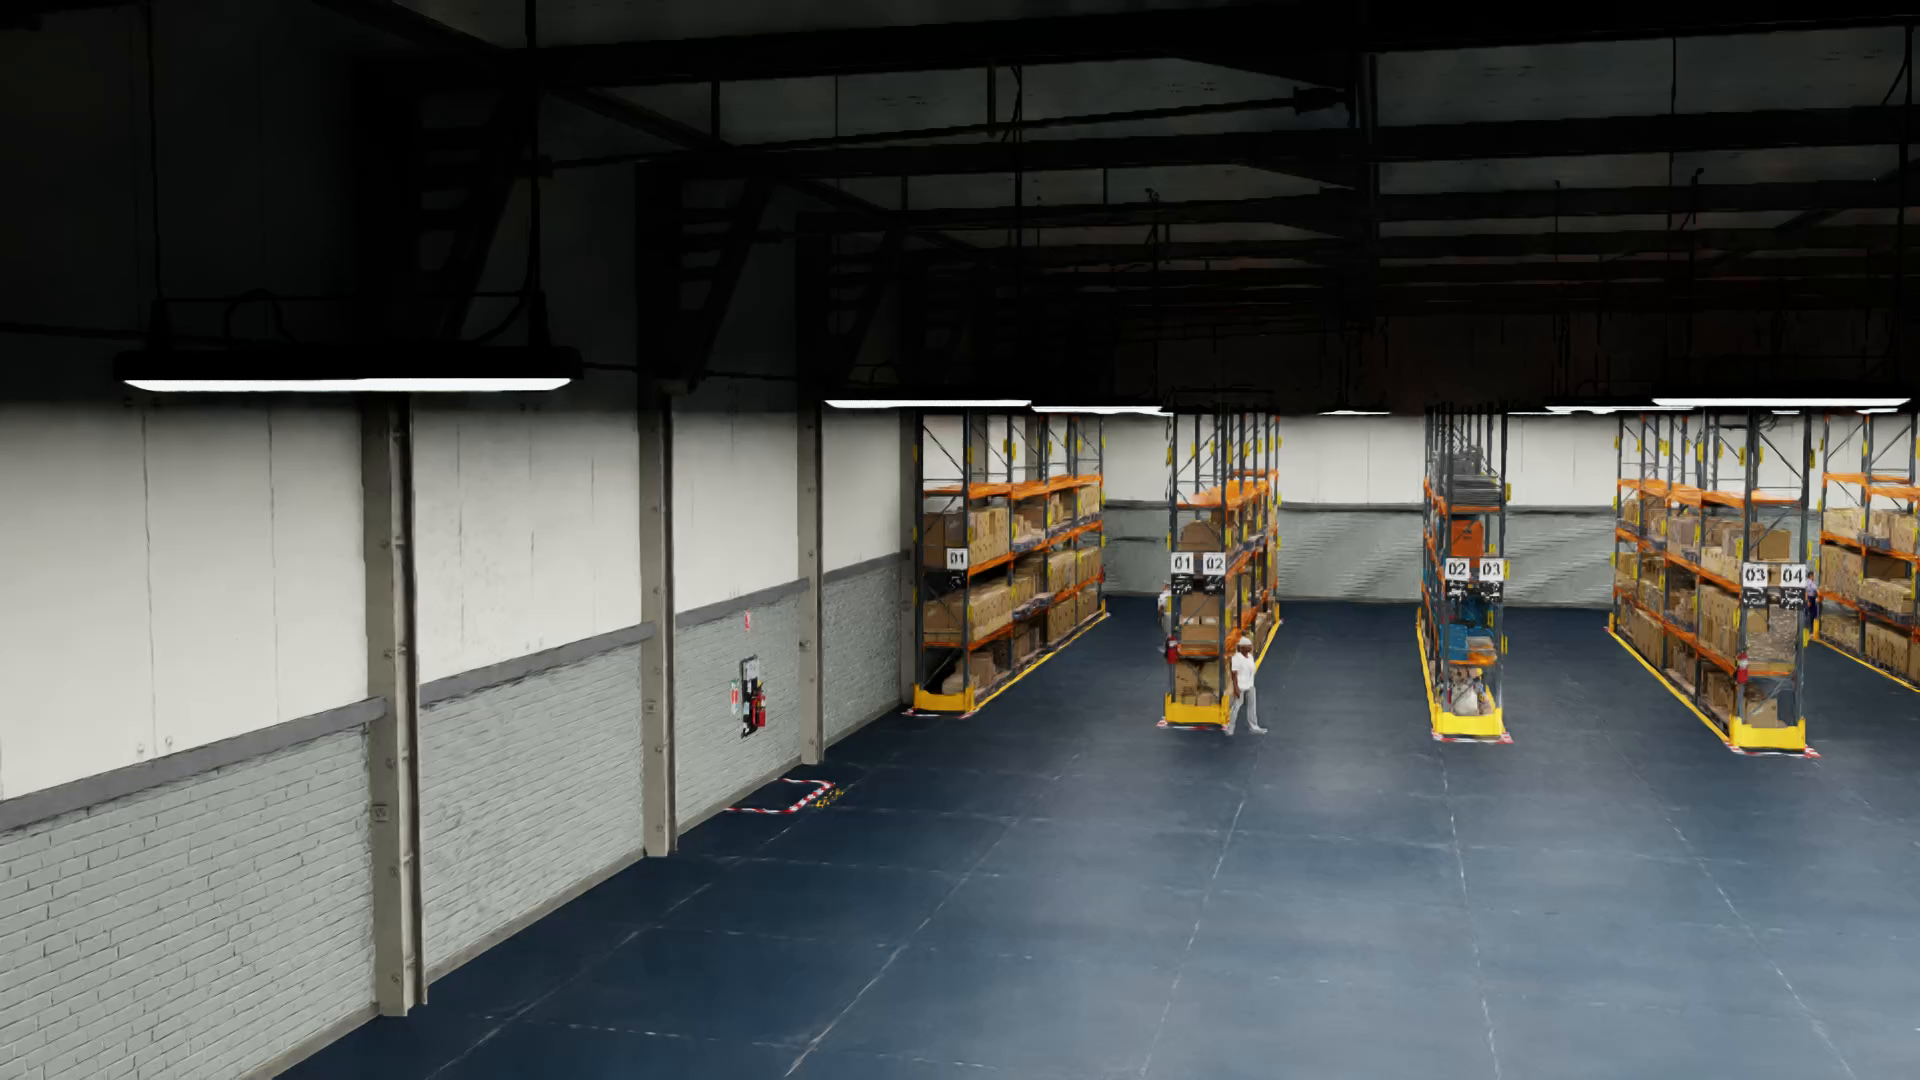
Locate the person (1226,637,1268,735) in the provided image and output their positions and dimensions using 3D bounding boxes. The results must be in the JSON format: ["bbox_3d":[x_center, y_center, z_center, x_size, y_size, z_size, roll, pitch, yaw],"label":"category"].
[{"bbox_3d":[5.136,2.621,29.923,0.717,1.759,0.536,-4,6,-40],"label":"person"}]

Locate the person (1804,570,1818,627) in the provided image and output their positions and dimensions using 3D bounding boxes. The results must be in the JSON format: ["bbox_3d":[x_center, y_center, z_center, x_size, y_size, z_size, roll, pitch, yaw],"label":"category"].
[{"bbox_3d":[22.683,1.621,44.356,0.733,1.640,0.559,-4,6,-40],"label":"person"}]

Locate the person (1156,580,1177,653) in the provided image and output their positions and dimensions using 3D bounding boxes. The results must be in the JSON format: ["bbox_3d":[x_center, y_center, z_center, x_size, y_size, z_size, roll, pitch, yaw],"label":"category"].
[{"bbox_3d":[5.005,1.852,40.449,0.589,1.734,0.668,3,5,37],"label":"person"}]
